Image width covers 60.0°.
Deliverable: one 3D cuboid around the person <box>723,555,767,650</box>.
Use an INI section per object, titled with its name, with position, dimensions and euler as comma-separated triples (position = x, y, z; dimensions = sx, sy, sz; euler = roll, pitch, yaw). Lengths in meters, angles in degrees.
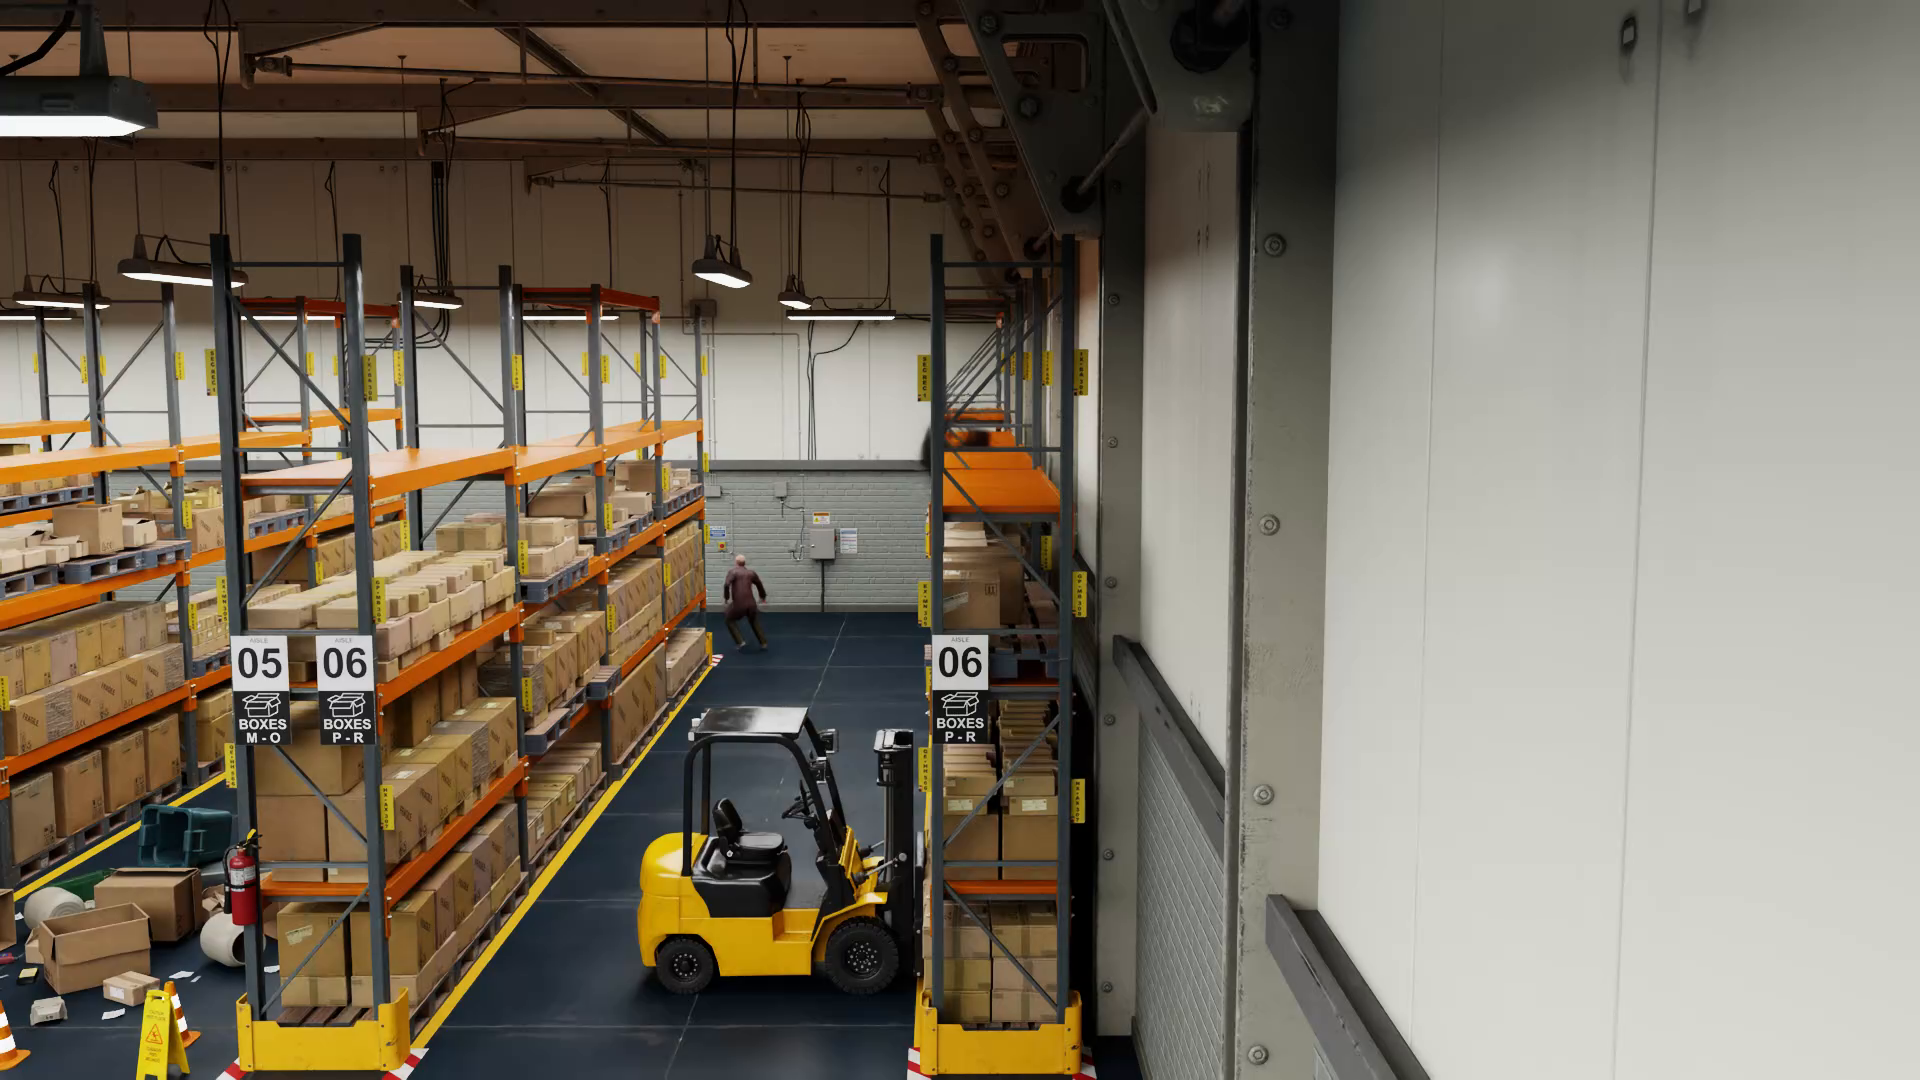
[person]
position = -3.796, 1.116, 29.215
dimensions = 0.990, 1.733, 0.552
euler = -6, 9, -43
